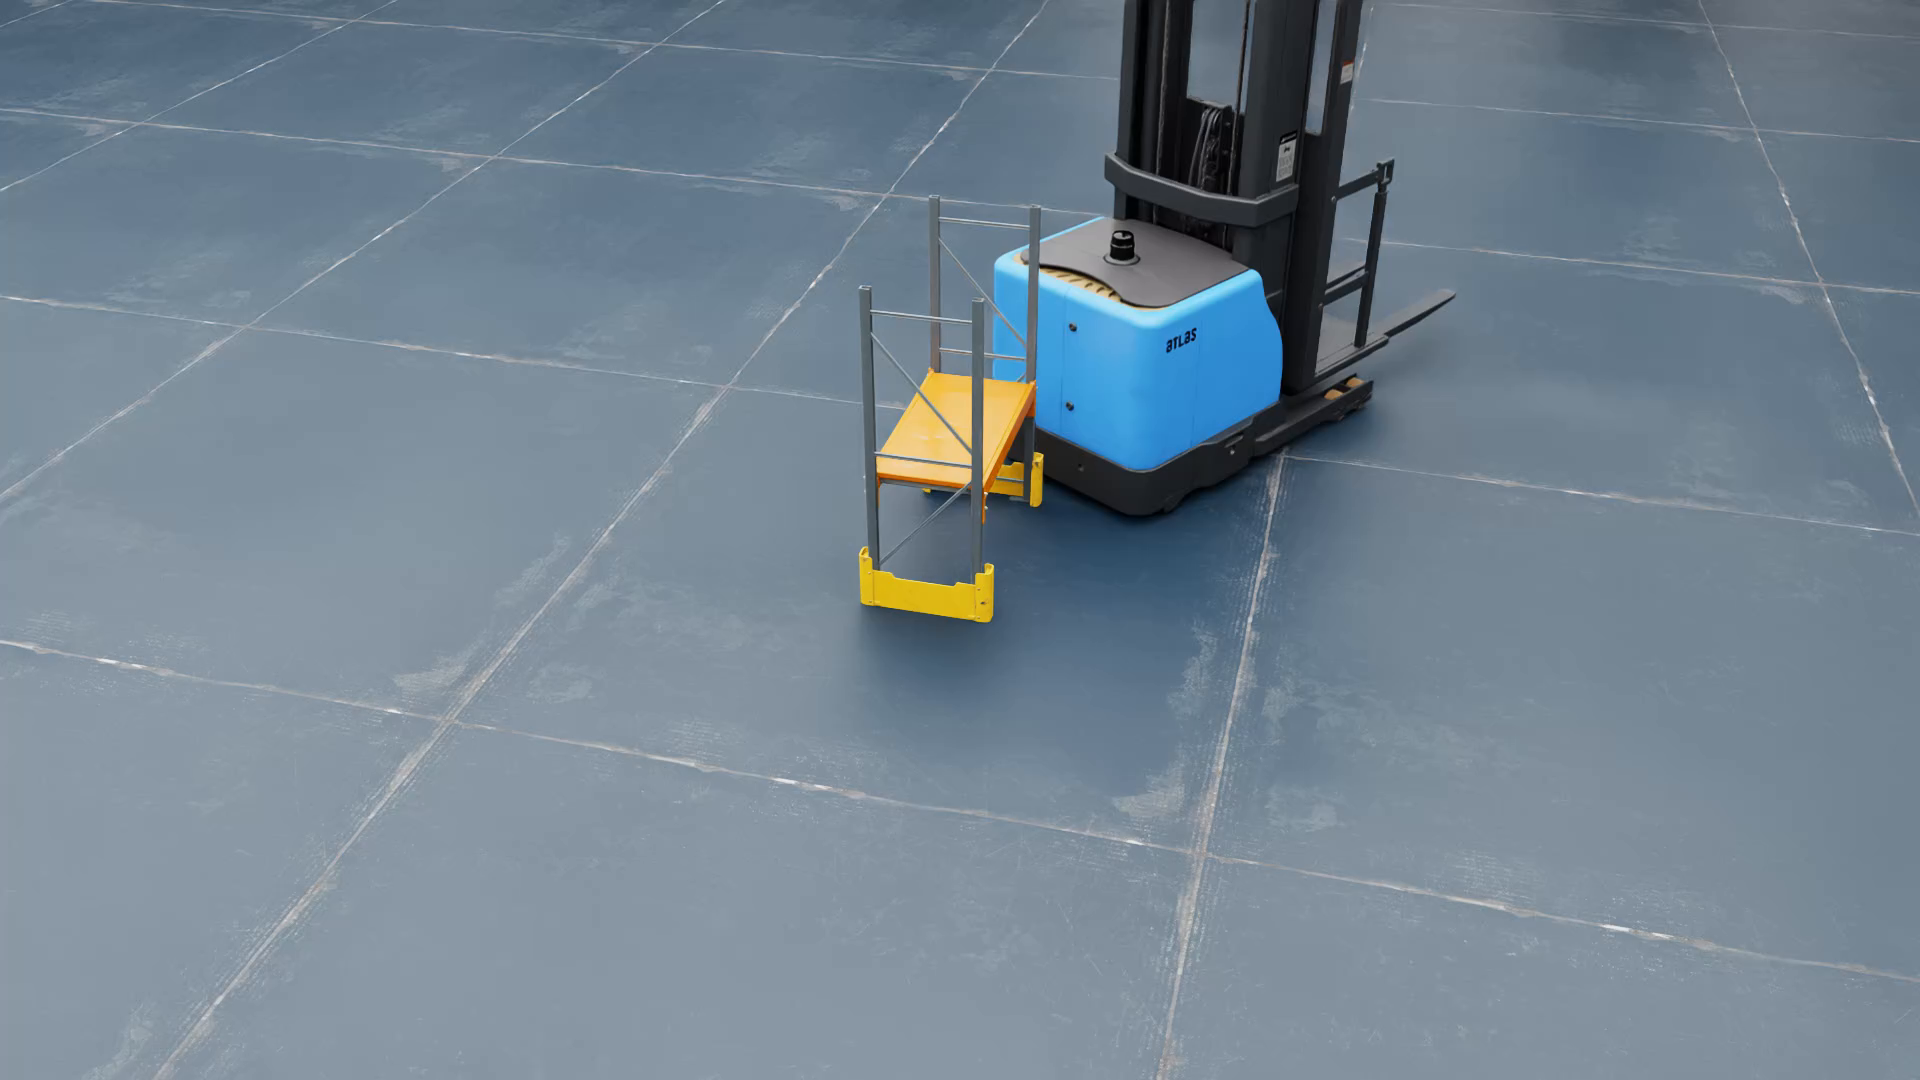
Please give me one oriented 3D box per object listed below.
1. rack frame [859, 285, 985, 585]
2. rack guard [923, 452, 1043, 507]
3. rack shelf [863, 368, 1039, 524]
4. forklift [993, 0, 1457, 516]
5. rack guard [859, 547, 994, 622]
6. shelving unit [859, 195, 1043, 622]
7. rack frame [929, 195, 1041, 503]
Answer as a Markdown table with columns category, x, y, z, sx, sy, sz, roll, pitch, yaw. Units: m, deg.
| category | x | y | z | sx | sy | sz | roll | pitch | yaw |
| --- | --- | --- | --- | --- | --- | --- | --- | --- | --- |
| rack frame | -0.151 | -0.325 | 6.863 | 0.500 | 1.500 | 0.032 | 8 | 33 | 12 |
| rack guard | 0.107 | -0.324 | 8.027 | 0.587 | 0.250 | 0.087 | 8 | 33 | 12 |
| rack shelf | -0.022 | -0.437 | 7.374 | 0.538 | 0.185 | 1.000 | 8 | 33 | 12 |
| forklift | 1.550 | -2.034 | 8.218 | 3.031 | 2.935 | 1.130 | -28 | 42 | -36 |
| rack guard | -0.146 | 0.192 | 7.214 | 0.587 | 0.250 | 0.087 | 8 | 33 | 12 |
| shelving unit | -0.019 | -0.593 | 7.285 | 0.587 | 1.500 | 1.083 | 8 | 33 | 12 |
| rack frame | 0.107 | -0.852 | 7.693 | 0.500 | 1.500 | 0.032 | 8 | 33 | 12 |
